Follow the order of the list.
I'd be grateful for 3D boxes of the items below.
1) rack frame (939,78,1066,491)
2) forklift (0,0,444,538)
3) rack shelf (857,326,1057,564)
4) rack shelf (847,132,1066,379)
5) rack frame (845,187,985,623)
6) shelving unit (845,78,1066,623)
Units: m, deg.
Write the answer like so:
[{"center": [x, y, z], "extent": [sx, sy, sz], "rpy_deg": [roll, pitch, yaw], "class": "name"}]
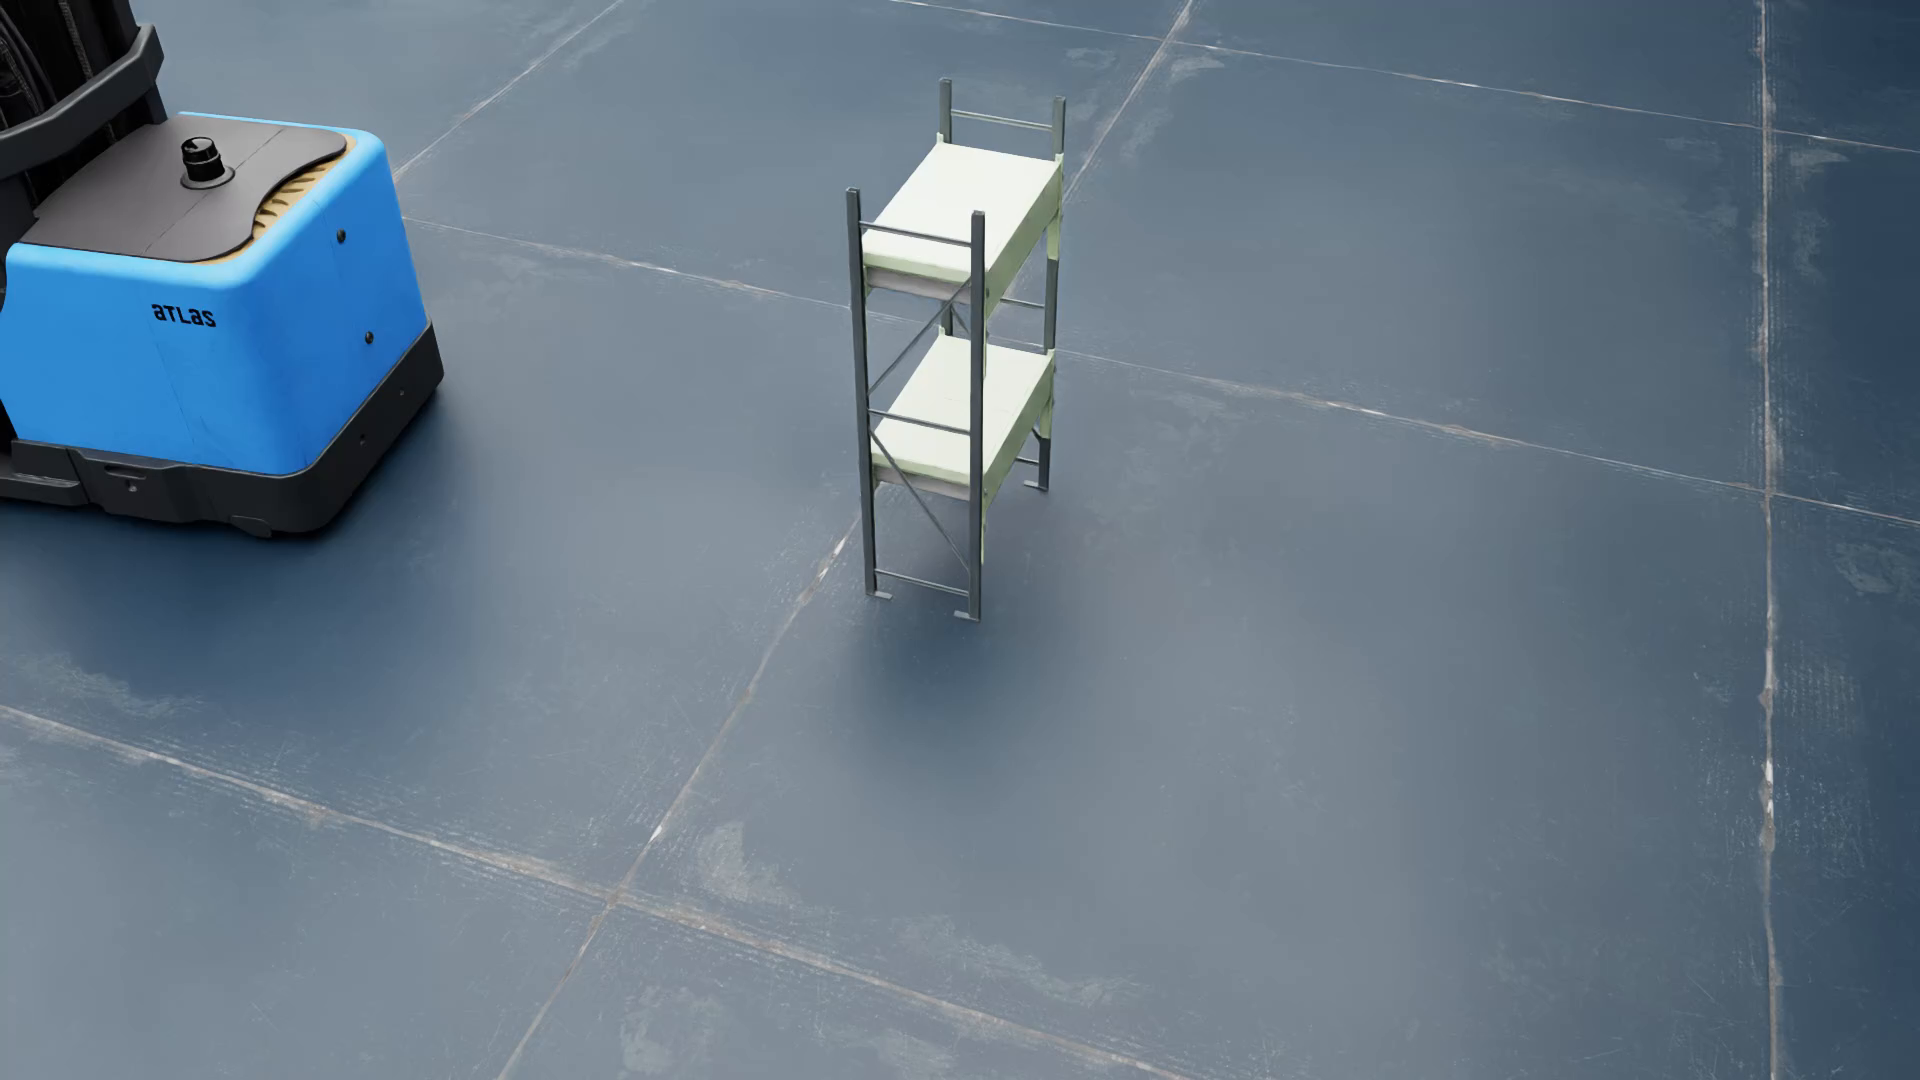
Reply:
[{"center": [0.127, -0.798, 5.530], "extent": [0.400, 1.500, 0.023], "rpy_deg": [13, 42, 15], "class": "rack frame"}, {"center": [-3.549, -1.611, 5.380], "extent": [3.031, 2.935, 1.130], "rpy_deg": [8, 41, 9], "class": "forklift"}, {"center": [0.002, -0.327, 5.480], "extent": [0.431, 0.370, 0.720], "rpy_deg": [13, 42, 15], "class": "rack shelf"}, {"center": [0.002, -0.872, 5.015], "extent": [0.431, 0.370, 0.720], "rpy_deg": [13, 42, 15], "class": "rack shelf"}, {"center": [-0.123, -0.351, 5.006], "extent": [0.400, 1.500, 0.023], "rpy_deg": [13, 42, 15], "class": "rack frame"}, {"center": [0.002, -0.575, 5.268], "extent": [0.431, 1.500, 0.755], "rpy_deg": [13, 42, 15], "class": "shelving unit"}]
